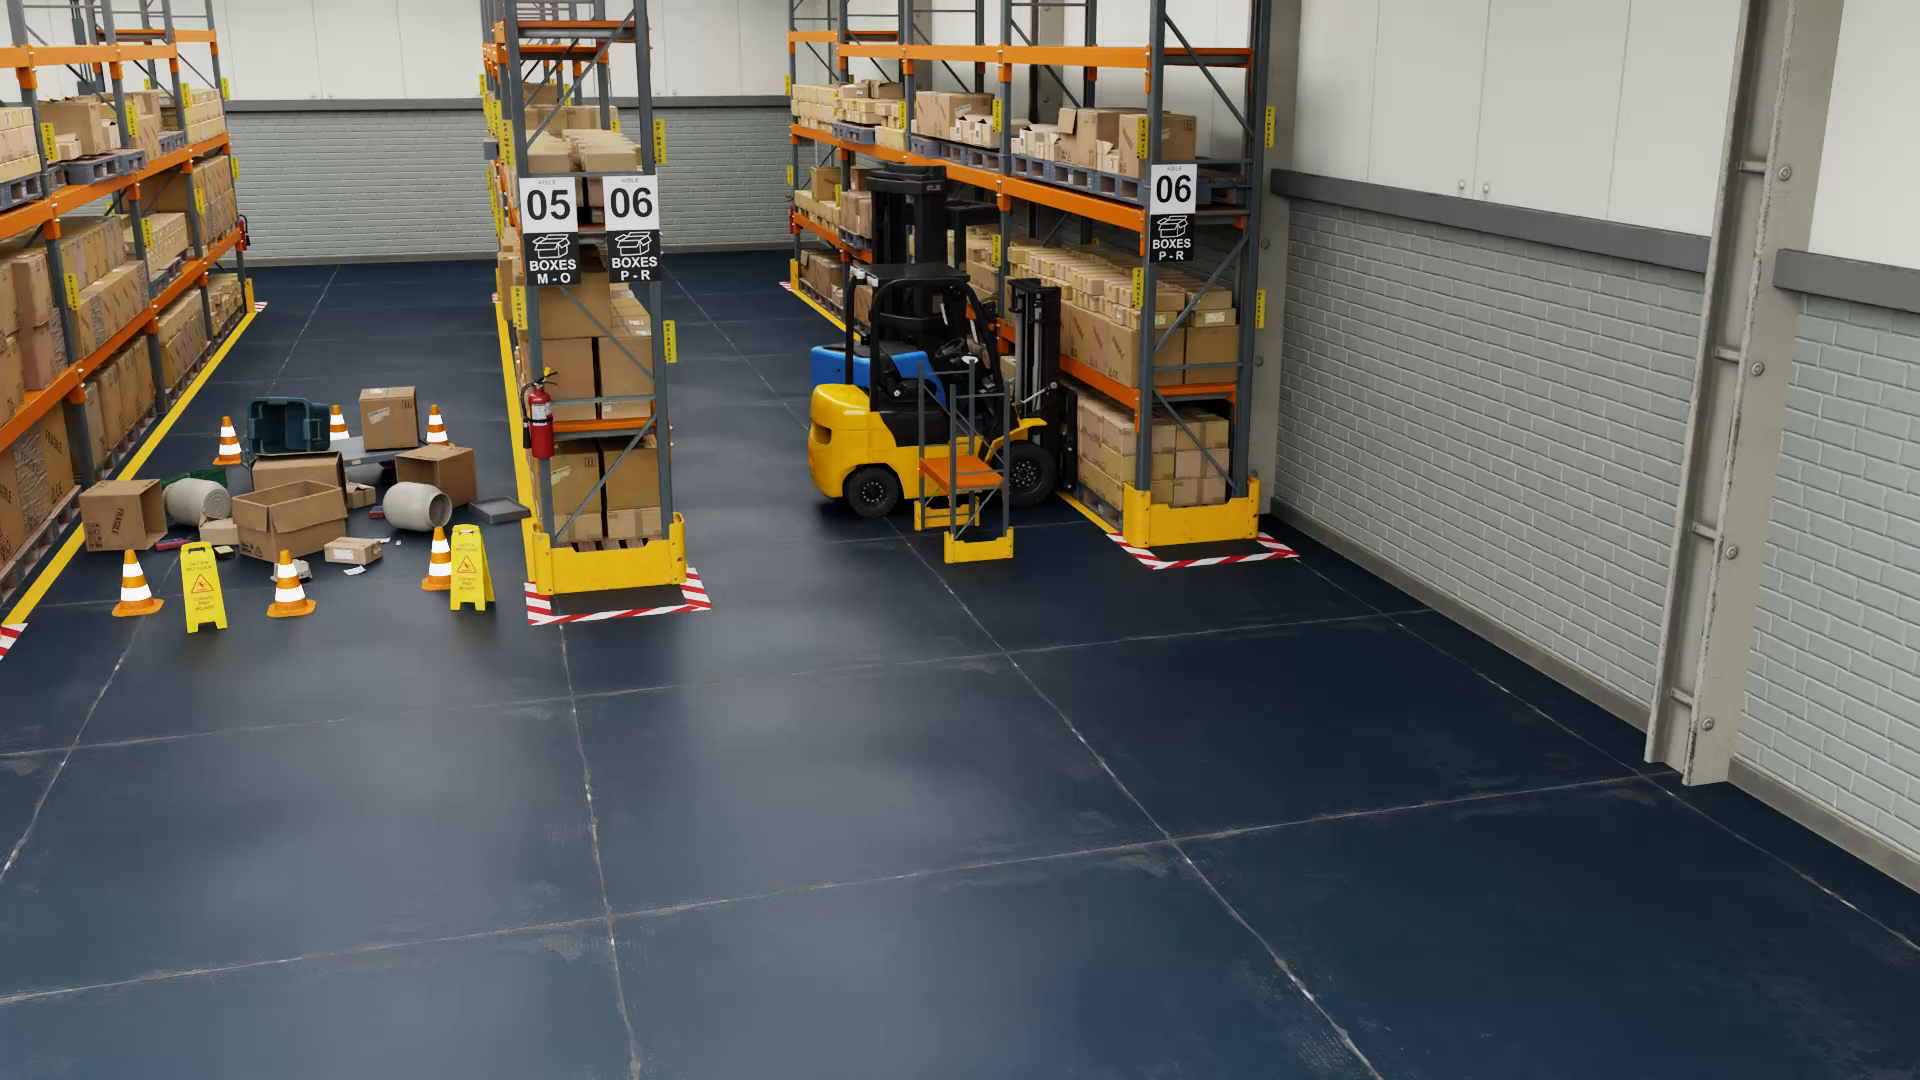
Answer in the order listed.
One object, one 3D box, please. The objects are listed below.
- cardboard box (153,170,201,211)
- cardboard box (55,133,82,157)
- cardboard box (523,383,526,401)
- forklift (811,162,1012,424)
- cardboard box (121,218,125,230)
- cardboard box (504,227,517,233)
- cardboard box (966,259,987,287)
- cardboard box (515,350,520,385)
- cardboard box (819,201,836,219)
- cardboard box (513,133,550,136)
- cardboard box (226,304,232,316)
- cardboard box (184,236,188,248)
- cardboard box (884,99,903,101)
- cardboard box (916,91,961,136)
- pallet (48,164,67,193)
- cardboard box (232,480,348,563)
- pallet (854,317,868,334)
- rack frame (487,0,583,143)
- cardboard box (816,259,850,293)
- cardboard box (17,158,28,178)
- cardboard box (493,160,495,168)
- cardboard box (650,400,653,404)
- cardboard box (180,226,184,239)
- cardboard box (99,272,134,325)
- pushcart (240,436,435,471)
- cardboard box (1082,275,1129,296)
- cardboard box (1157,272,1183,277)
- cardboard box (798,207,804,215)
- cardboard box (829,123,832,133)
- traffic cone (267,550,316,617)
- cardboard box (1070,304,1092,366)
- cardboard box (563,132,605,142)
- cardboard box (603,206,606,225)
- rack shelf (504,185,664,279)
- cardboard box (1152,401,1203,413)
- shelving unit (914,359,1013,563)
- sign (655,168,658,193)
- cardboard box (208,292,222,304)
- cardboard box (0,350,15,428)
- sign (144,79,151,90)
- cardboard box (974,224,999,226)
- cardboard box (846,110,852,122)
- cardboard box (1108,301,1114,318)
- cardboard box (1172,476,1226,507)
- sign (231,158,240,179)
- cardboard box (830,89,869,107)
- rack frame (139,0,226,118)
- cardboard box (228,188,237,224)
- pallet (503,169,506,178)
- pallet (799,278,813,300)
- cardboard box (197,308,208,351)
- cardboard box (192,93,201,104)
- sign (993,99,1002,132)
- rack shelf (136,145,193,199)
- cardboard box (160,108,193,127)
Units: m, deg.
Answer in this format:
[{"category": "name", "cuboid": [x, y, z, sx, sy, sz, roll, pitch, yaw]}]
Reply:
[{"category": "cardboard box", "cuboid": [-10.686, -4.786, 22.741, 0.500, 0.500, 0.500, -4, 17, -14]}, {"category": "cardboard box", "cuboid": [-8.908, -3.915, 16.387, 0.396, 0.266, 0.258, -5, 17, -15]}, {"category": "cardboard box", "cuboid": [-3.844, -1.367, 15.407, 0.380, 0.149, 0.250, -4, 17, -13]}, {"category": "forklift", "cuboid": [-0.128, -2.573, 17.922, 3.031, 2.935, 1.130, -14, 21, -38]}, {"category": "cardboard box", "cuboid": [-10.980, -4.045, 21.376, 0.380, 0.149, 0.250, -5, 17, -15]}, {"category": "cardboard box", "cuboid": [-3.954, -2.709, 15.828, 0.700, 0.500, 0.500, -5, 17, -16]}, {"category": "cardboard box", "cuboid": [0.376, -2.997, 18.607, 0.500, 0.250, 0.500, -5, 17, -17]}, {"category": "cardboard box", "cuboid": [-4.820, -2.071, 19.969, 0.950, 0.372, 0.625, -6, 18, -19]}, {"category": "cardboard box", "cuboid": [-1.944, -5.254, 26.471, 0.500, 0.250, 0.500, -5, 17, -16]}, {"category": "cardboard box", "cuboid": [-3.930, -3.621, 15.128, 0.380, 0.149, 0.250, -5, 18, -17]}, {"category": "cardboard box", "cuboid": [-11.126, -3.432, 24.890, 0.380, 0.149, 0.250, -4, 17, -14]}, {"category": "cardboard box", "cuboid": [-10.497, -3.959, 22.124, 0.380, 0.149, 0.250, -5, 17, -17]}, {"category": "cardboard box", "cuboid": [-0.866, -6.208, 23.708, 0.380, 0.149, 0.250, -4, 17, -14]}, {"category": "cardboard box", "cuboid": [-0.229, -5.192, 20.232, 0.500, 0.500, 0.500, -5, 17, -15]}, {"category": "pallet", "cuboid": [-8.897, -3.354, 15.523, 0.805, 0.209, 1.217, -5, 18, -17]}, {"category": "cardboard box", "cuboid": [-5.684, -0.162, 14.118, 0.637, 0.503, 0.797, 11, 20, 32]}, {"category": "pallet", "cuboid": [-1.033, -3.227, 24.830, 1.003, 0.211, 1.213, -5, 17, -15]}, {"category": "rack frame", "cuboid": [-4.965, -6.158, 19.312, 1.000, 3.000, 0.127, -5, 17, -15]}, {"category": "cardboard box", "cuboid": [-2.069, -4.325, 27.252, 0.500, 0.500, 0.500, -4, 17, -14]}, {"category": "cardboard box", "cuboid": [-8.048, -3.108, 13.904, 0.380, 0.149, 0.250, -4, 17, -14]}, {"category": "cardboard box", "cuboid": [-6.947, -5.783, 25.451, 0.380, 0.149, 0.250, -5, 17, -17]}, {"category": "cardboard box", "cuboid": [-2.739, -1.211, 13.706, 0.380, 0.149, 0.250, -5, 18, -17]}, {"category": "cardboard box", "cuboid": [-10.424, -4.028, 21.838, 0.380, 0.149, 0.250, -5, 17, -15]}, {"category": "cardboard box", "cuboid": [-9.042, -2.534, 17.500, 0.500, 0.500, 0.500, -5, 17, -16]}, {"category": "pushcart", "cuboid": [-6.045, -0.729, 16.222, 1.648, 0.377, 0.936, -12, 20, -34]}, {"category": "cardboard box", "cuboid": [1.333, -2.323, 15.154, 0.380, 0.149, 0.250, -4, 17, -14]}, {"category": "cardboard box", "cuboid": [1.842, -2.364, 15.290, 0.380, 0.149, 0.250, -4, 17, -14]}, {"category": "cardboard box", "cuboid": [-2.566, -5.659, 28.512, 0.380, 0.149, 0.250, -5, 17, -16]}, {"category": "cardboard box", "cuboid": [-1.806, -6.320, 25.502, 0.380, 0.149, 0.250, -4, 17, -13]}, {"category": "traffic cone", "cuboid": [-5.099, 0.308, 12.624, 0.336, 0.463, 0.334, -5, 17, -15]}, {"category": "cardboard box", "cuboid": [1.342, -1.915, 15.439, 0.500, 0.500, 0.500, -5, 17, -16]}, {"category": "cardboard box", "cuboid": [-3.438, -3.662, 15.264, 0.380, 0.149, 0.250, -4, 17, -14]}, {"category": "cardboard box", "cuboid": [-2.546, -2.506, 12.803, 0.380, 0.149, 0.250, -5, 17, -15]}, {"category": "rack shelf", "cuboid": [-3.317, -2.718, 14.321, 1.077, 0.370, 4.000, -5, 17, -15]}, {"category": "cardboard box", "cuboid": [1.914, -1.115, 15.261, 0.500, 0.250, 0.500, -5, 17, -15]}, {"category": "shelving unit", "cuboid": [0.021, -0.697, 14.166, 0.587, 1.500, 1.083, -5, 17, -15]}, {"category": "sign", "cuboid": [-6.258, -7.232, 33.481, 0.329, 0.494, 0.001, -5, 17, -15]}, {"category": "cardboard box", "cuboid": [-10.912, -3.499, 24.077, 0.380, 0.149, 0.250, -4, 17, -14]}, {"category": "cardboard box", "cuboid": [-7.849, -1.139, 12.769, 0.875, 0.550, 0.550, -5, 17, -15]}, {"category": "sign", "cuboid": [-12.417, -6.891, 25.445, 0.100, 0.325, 0.005, -5, 17, -15]}, {"category": "cardboard box", "cuboid": [0.269, -3.900, 20.919, 0.380, 0.149, 0.250, -4, 17, -14]}, {"category": "cardboard box", "cuboid": [-1.404, -6.023, 23.607, 0.380, 0.149, 0.250, -4, 17, -14]}, {"category": "cardboard box", "cuboid": [1.529, -2.043, 14.738, 0.380, 0.149, 0.250, -4, 17, -14]}, {"category": "cardboard box", "cuboid": [2.058, -0.501, 14.957, 0.500, 0.250, 0.500, -5, 17, -15]}, {"category": "sign", "cuboid": [-11.356, -5.823, 26.061, 0.100, 0.325, 0.005, -5, 17, -15]}, {"category": "cardboard box", "cuboid": [-1.663, -6.652, 25.045, 0.500, 0.250, 0.500, -5, 17, -15]}, {"category": "rack frame", "cuboid": [-11.896, -7.952, 25.282, 1.000, 3.000, 0.127, -5, 17, -15]}, {"category": "cardboard box", "cuboid": [-11.525, -5.165, 25.742, 0.500, 0.500, 0.500, -4, 17, -14]}, {"category": "pallet", "cuboid": [-4.221, -3.991, 17.637, 1.213, 0.211, 1.003, -5, 17, -15]}, {"category": "pallet", "cuboid": [-2.152, -4.314, 28.449, 1.003, 0.211, 1.213, -5, 17, -15]}, {"category": "cardboard box", "cuboid": [-10.351, -2.791, 22.146, 0.500, 0.500, 0.500, -5, 17, -16]}, {"category": "cardboard box", "cuboid": [-10.958, -6.234, 23.477, 0.380, 0.149, 0.250, -4, 17, -12]}, {"category": "sign", "cuboid": [0.386, -4.361, 17.098, 0.100, 0.325, 0.005, -5, 17, -15]}, {"category": "rack shelf", "cuboid": [-10.247, -4.511, 20.292, 1.077, 0.370, 4.000, -5, 17, -15]}, {"category": "cardboard box", "cuboid": [-10.698, -5.729, 22.486, 0.500, 0.250, 0.500, -4, 17, -13]}]
